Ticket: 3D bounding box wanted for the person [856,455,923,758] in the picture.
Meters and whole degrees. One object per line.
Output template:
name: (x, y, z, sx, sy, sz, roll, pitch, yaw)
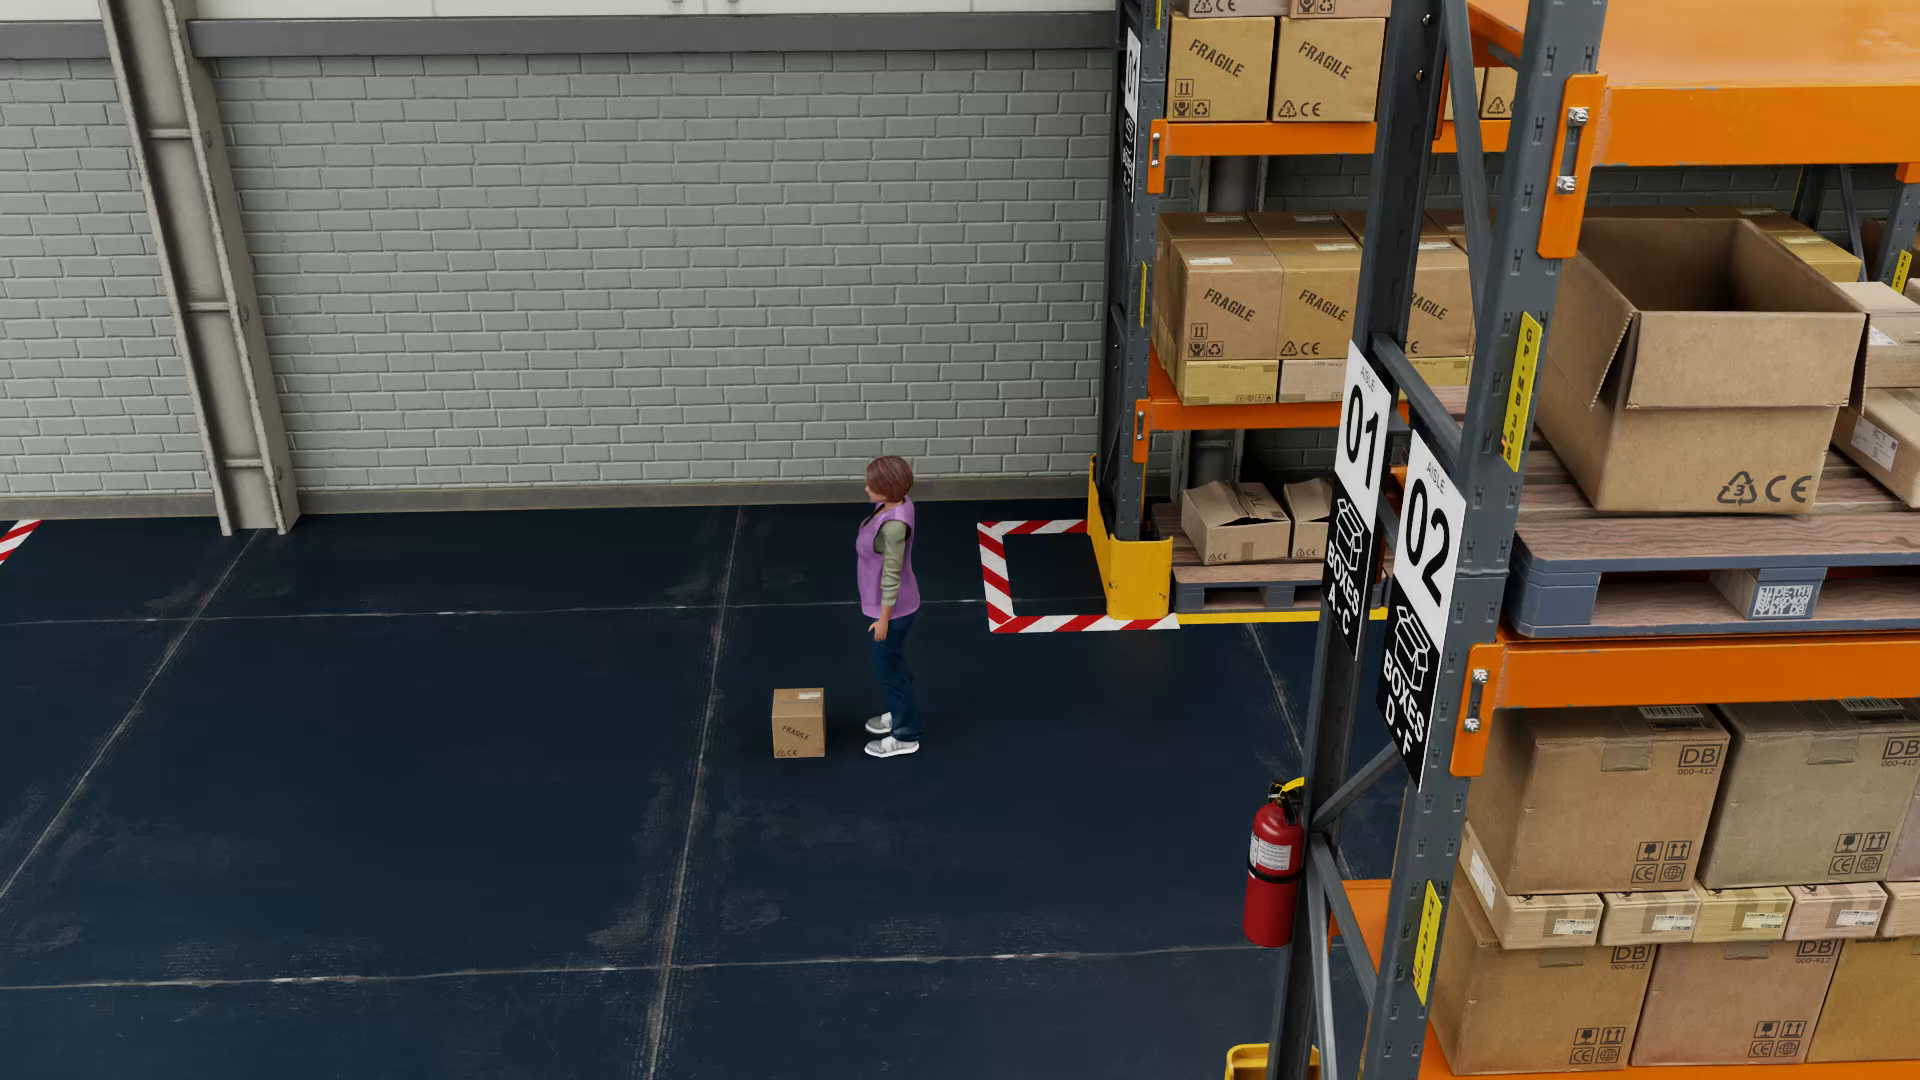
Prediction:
person: (-0.338, 0.323, 8.031, 0.306, 1.598, 0.406, -1, 28, -1)
